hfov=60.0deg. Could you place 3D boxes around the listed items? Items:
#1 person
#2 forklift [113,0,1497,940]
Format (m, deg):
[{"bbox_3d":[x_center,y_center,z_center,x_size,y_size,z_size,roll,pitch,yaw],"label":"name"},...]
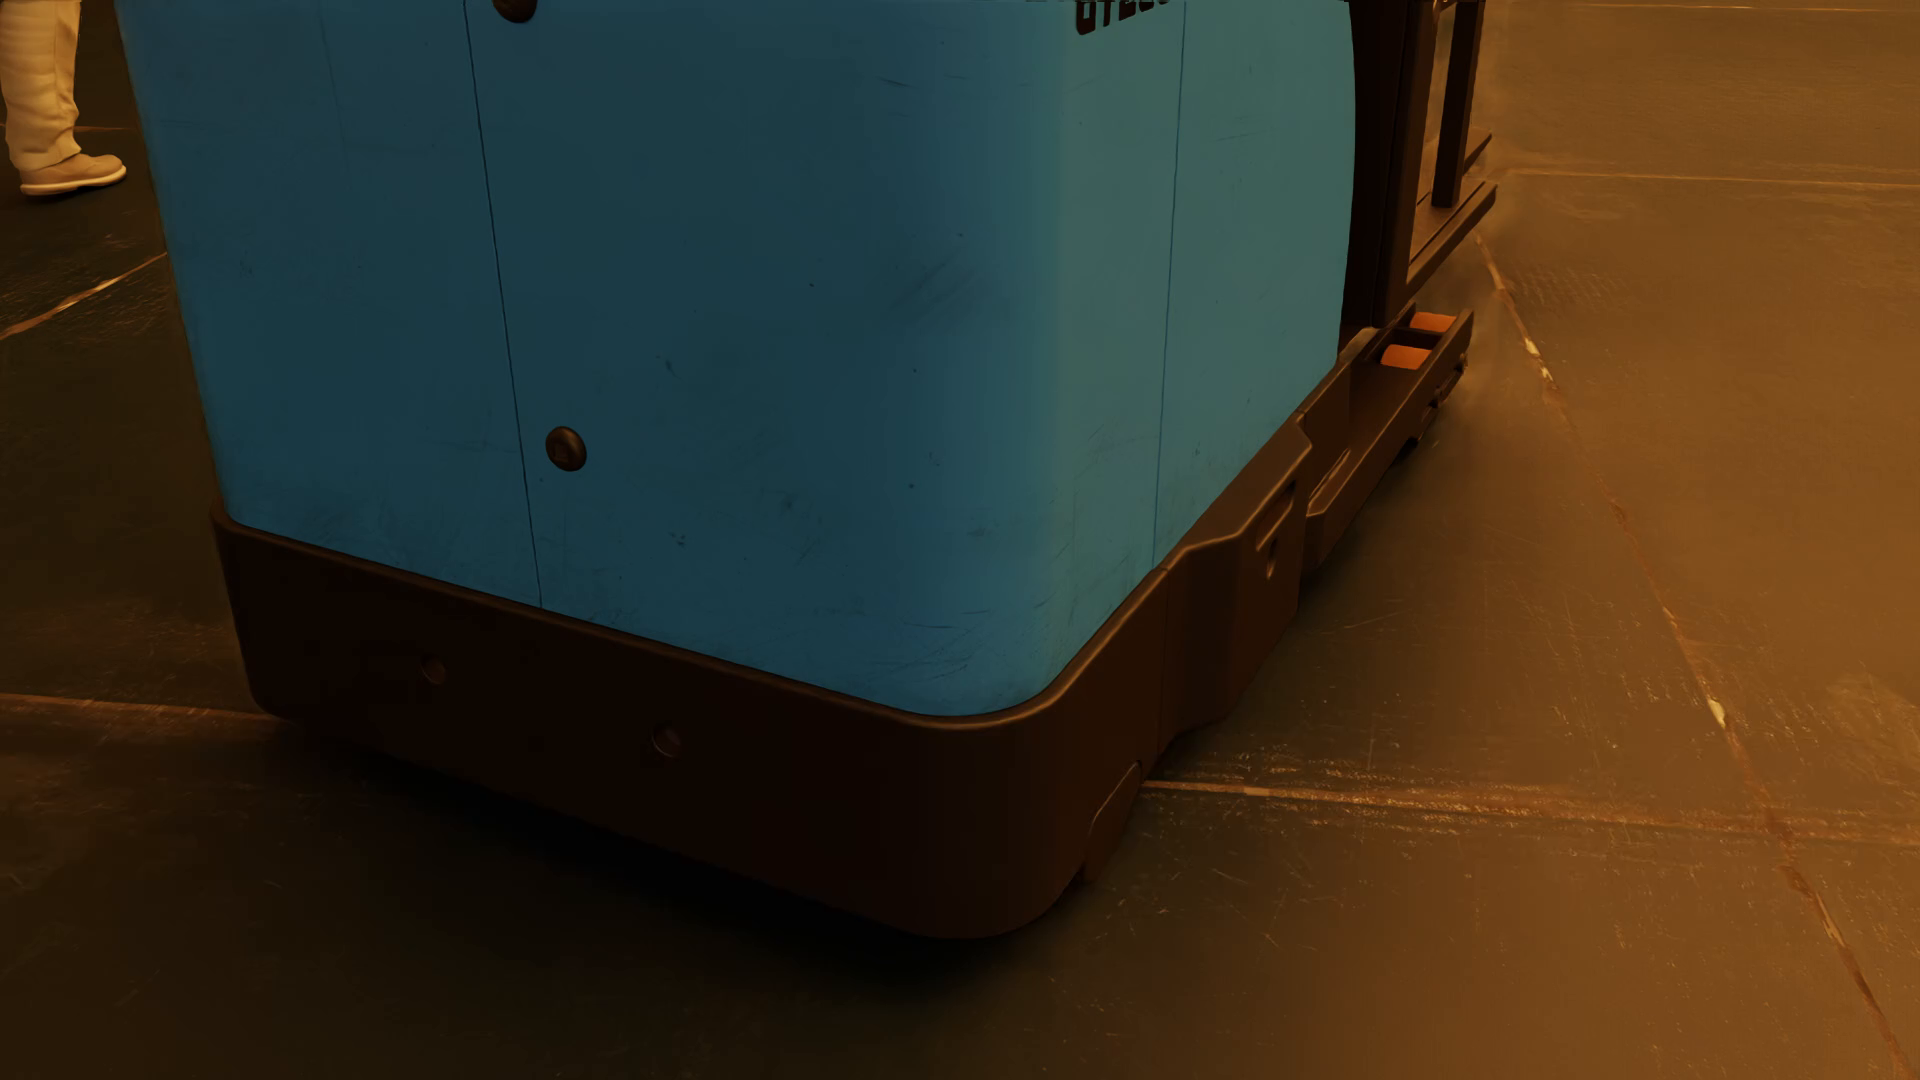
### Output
[{"bbox_3d":[-2.469,-1.648,3.929,0.771,1.711,0.573,11,29,22],"label":"person"},{"bbox_3d":[0.269,-1.559,2.341,1.130,2.935,3.031,13,29,24],"label":"forklift"}]
